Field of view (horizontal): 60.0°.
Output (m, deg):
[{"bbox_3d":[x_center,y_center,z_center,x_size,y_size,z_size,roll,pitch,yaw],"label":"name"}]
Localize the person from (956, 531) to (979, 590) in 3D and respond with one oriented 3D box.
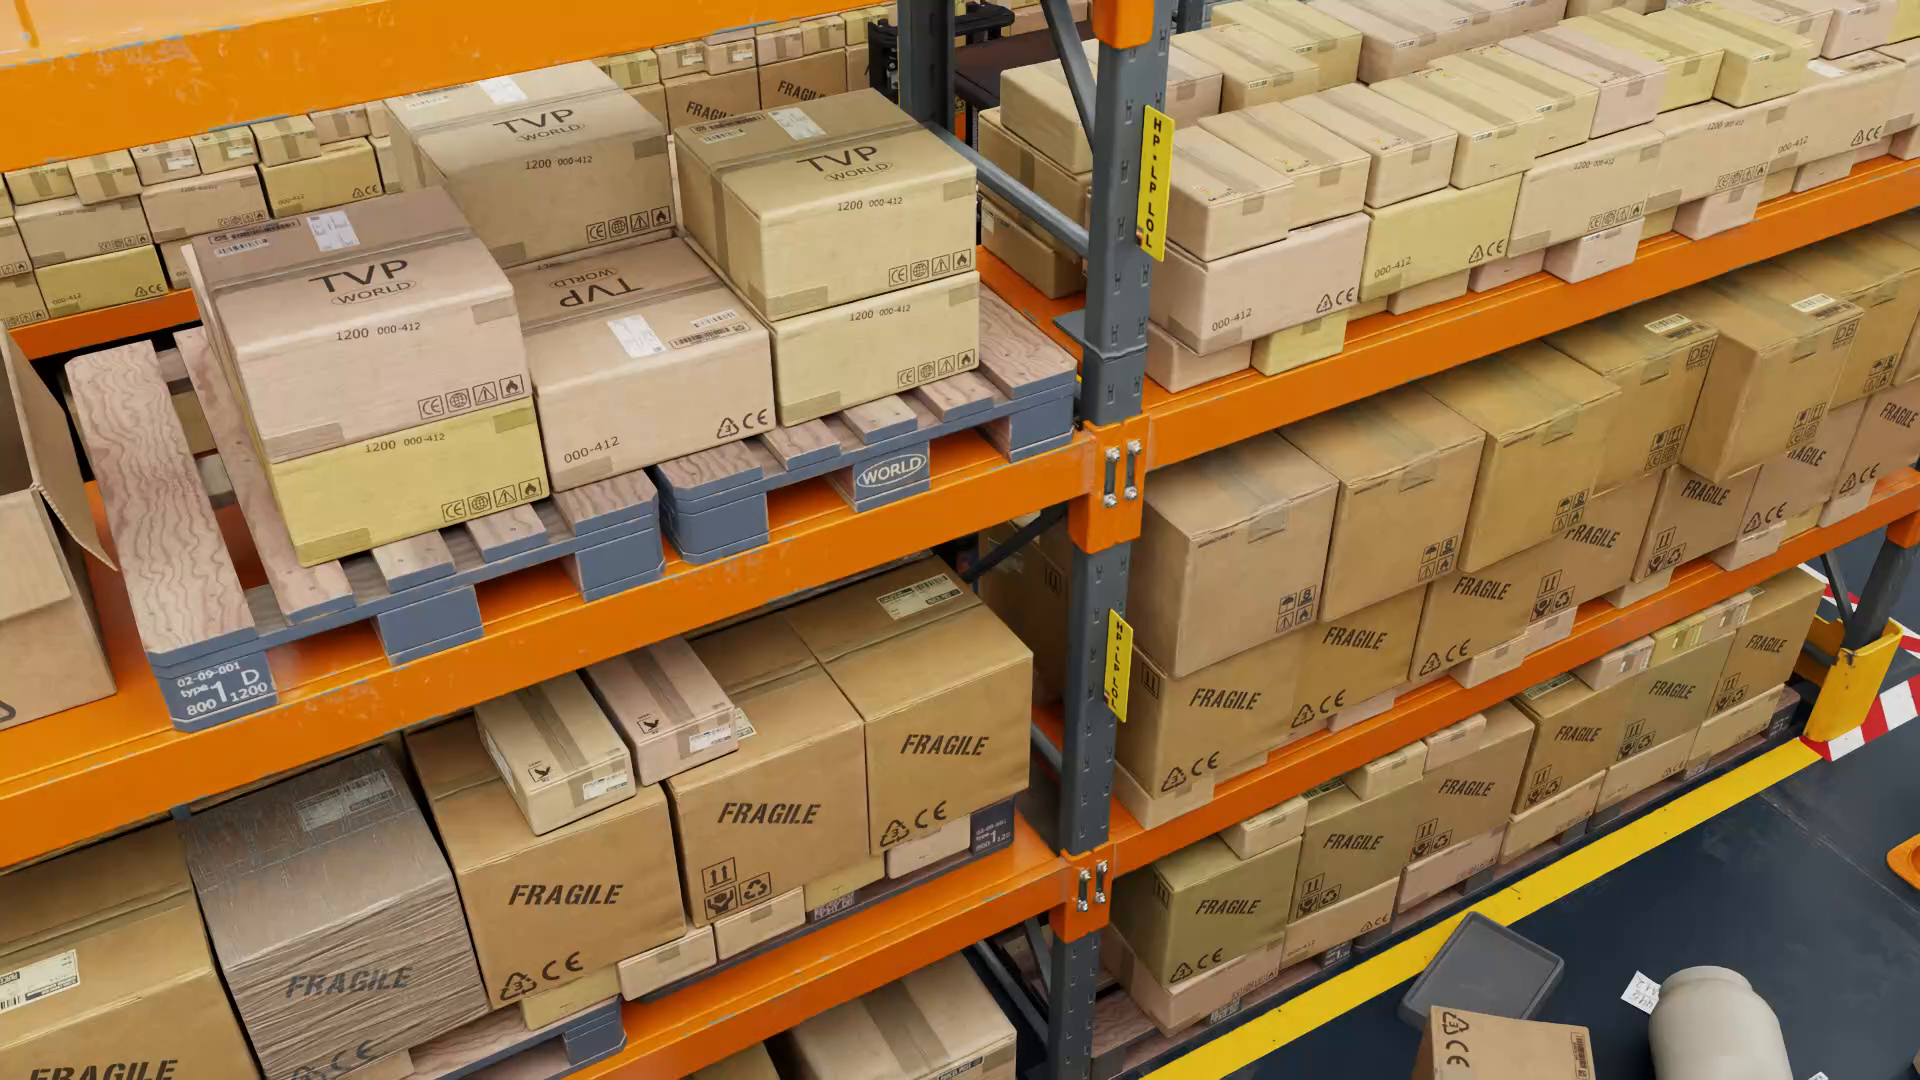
[{"bbox_3d":[-0.243,0.154,7.220,0.506,1.067,0.888,-27,45,-31],"label":"person"}]
